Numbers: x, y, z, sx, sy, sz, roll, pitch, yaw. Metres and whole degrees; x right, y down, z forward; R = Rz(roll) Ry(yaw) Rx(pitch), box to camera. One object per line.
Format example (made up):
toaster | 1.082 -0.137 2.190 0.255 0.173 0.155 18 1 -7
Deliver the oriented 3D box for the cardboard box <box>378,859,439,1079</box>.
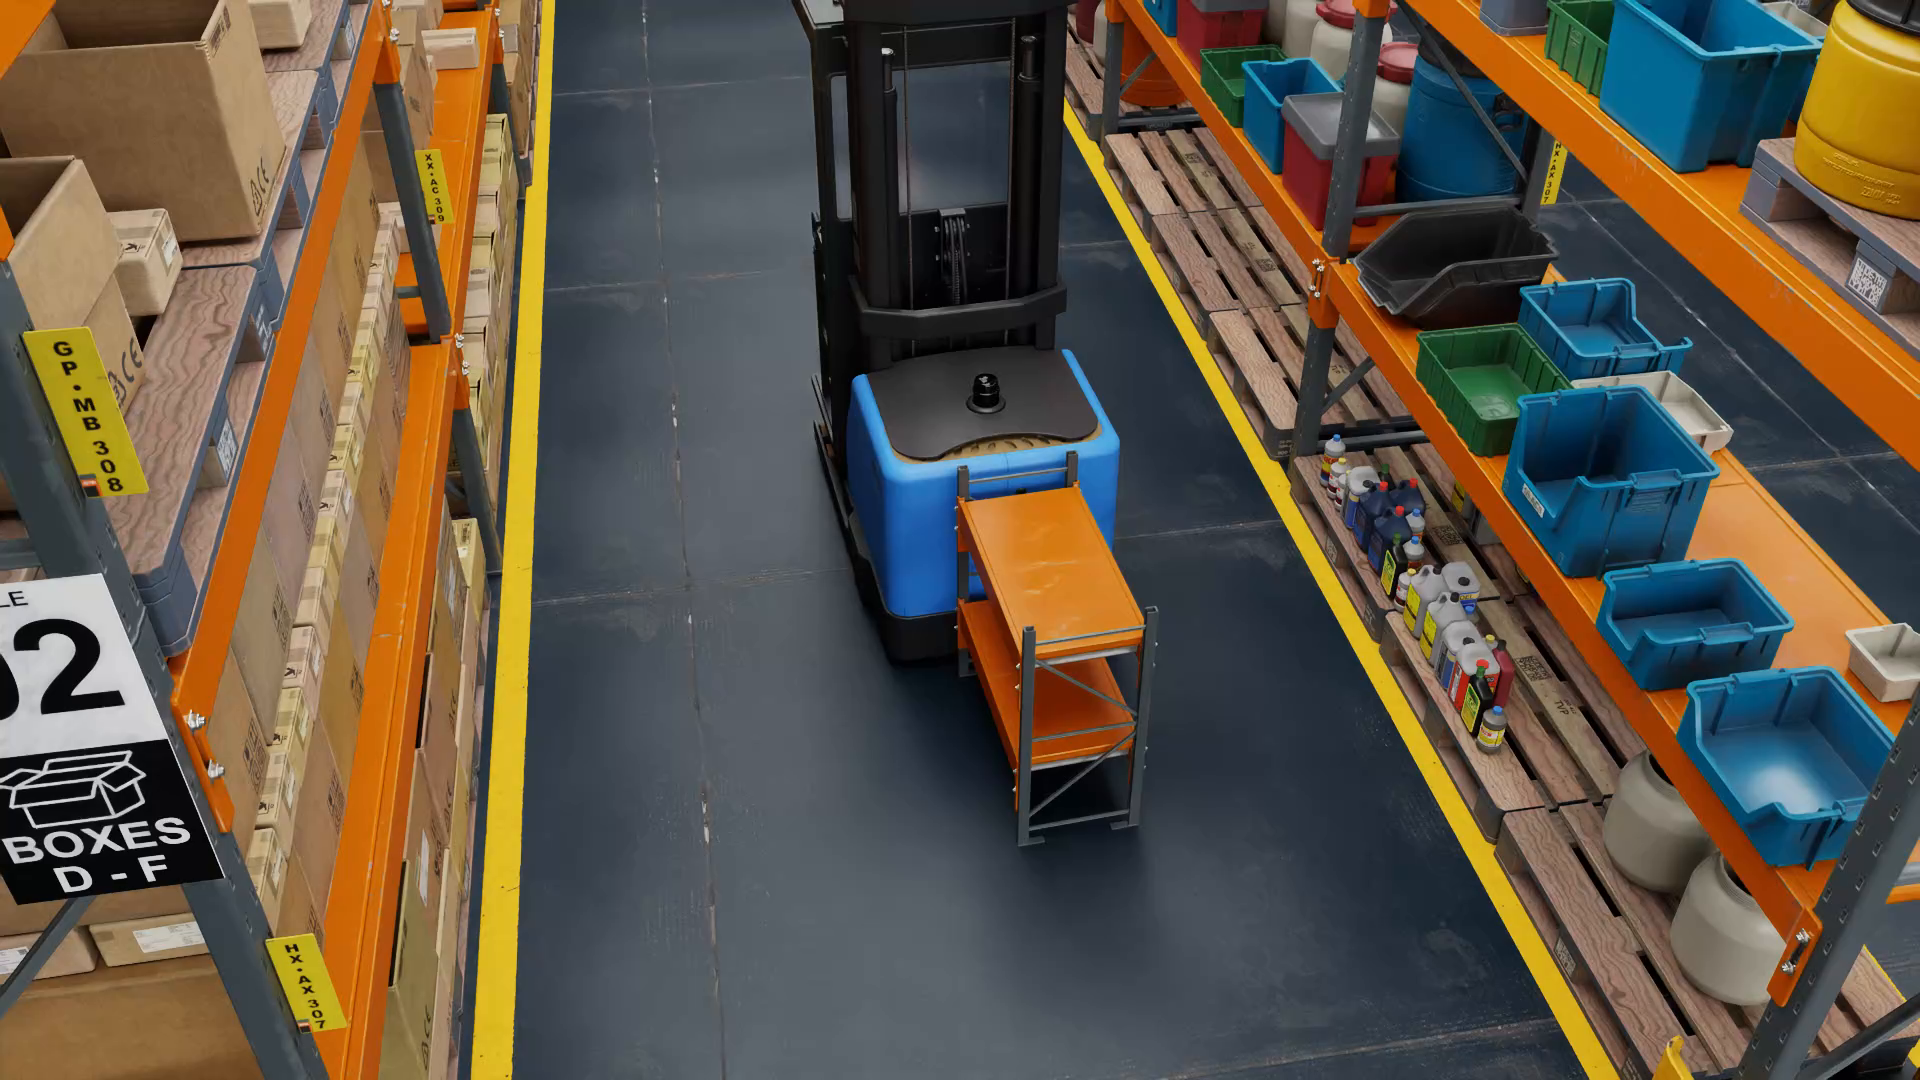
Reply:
cardboard box | -1.953 1.385 5.210 0.500 0.500 0.500 -6 38 -8

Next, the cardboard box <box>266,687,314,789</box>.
cardboard box | -1.936 0.545 4.393 0.380 0.149 0.250 -6 38 -8

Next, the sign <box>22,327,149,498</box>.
sign | -1.441 -0.206 2.748 0.100 0.325 0.005 -6 38 -8

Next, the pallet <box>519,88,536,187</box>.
pallet | -3.484 -2.775 11.550 1.003 0.211 1.213 -6 38 -8

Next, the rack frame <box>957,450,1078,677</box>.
rack frame | 0.235 0.120 7.079 0.500 1.125 0.032 -8 39 -10

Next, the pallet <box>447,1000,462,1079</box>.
pallet | -2.164 2.055 5.333 1.003 0.211 1.213 -6 38 -8

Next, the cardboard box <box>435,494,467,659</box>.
cardboard box | -2.317 0.179 6.763 0.500 0.500 0.500 -6 38 -8

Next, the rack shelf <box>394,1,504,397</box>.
rack shelf | -3.040 -1.929 8.774 1.077 0.370 4.000 -6 38 -8

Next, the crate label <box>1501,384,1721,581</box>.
crate label | 2.300 -0.216 5.954 0.502 0.435 0.616 -6 38 -8

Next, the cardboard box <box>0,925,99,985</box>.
cardboard box | -2.243 0.905 3.930 0.380 0.149 0.250 -7 38 -9

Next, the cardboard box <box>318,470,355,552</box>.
cardboard box | -2.114 -0.073 5.189 0.380 0.149 0.250 -6 38 -8

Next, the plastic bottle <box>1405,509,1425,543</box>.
plastic bottle | 2.065 -0.025 7.603 0.097 0.271 0.097 0 38 0

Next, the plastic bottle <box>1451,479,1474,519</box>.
plastic bottle | 2.442 -0.290 7.878 0.144 0.351 0.185 -6 38 -8

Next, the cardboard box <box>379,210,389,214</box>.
cardboard box | -2.819 -1.238 7.421 0.500 0.250 0.500 -4 38 -5

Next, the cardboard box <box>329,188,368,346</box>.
cardboard box | -2.516 -0.984 5.833 0.700 0.500 0.500 -6 38 -8

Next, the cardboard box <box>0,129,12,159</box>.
cardboard box | -2.547 -0.963 4.115 0.500 0.311 0.500 -2 38 -3

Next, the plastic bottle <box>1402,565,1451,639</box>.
plastic bottle | 2.028 0.240 7.197 0.144 0.351 0.185 -7 38 -8

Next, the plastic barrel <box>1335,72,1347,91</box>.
plastic barrel | 2.107 -2.297 8.774 0.301 0.262 0.301 0 38 0

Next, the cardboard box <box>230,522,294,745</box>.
cardboard box | -2.164 0.227 4.274 0.700 0.500 0.500 -7 38 -9

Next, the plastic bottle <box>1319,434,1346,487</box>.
plastic bottle | 1.812 -0.392 8.075 0.097 0.271 0.097 0 38 0

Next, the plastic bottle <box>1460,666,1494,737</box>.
plastic bottle | 2.097 0.649 6.726 0.061 0.283 0.133 -5 38 -7

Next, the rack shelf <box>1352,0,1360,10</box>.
rack shelf | 1.837 -3.644 8.537 1.077 0.370 4.000 -6 38 -8

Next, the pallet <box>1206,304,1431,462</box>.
pallet | 2.012 -0.905 9.142 1.003 0.211 1.213 -6 38 -8

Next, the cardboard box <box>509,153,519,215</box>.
cardboard box | -3.058 -2.210 10.448 0.500 0.250 0.500 -5 38 -7

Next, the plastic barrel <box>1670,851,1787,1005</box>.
plastic barrel | 2.698 1.308 5.707 0.421 0.512 0.421 0 38 0

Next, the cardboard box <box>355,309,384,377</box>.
cardboard box | -2.294 -0.694 5.987 0.380 0.149 0.250 -6 38 -8

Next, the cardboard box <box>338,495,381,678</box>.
cardboard box | -2.332 0.153 5.426 0.700 0.500 0.500 -5 38 -7

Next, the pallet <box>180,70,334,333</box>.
pallet | -2.304 -0.907 4.499 1.003 0.211 1.213 -6 38 -8

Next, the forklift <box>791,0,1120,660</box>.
forklift | -0.143 -1.534 7.735 1.130 2.935 3.031 -8 39 -10

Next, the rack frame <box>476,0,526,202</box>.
rack frame | -3.391 -3.421 10.108 1.000 3.000 0.127 -6 38 -8

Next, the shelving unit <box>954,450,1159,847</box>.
shelving unit | 0.352 0.424 6.688 0.538 1.125 1.048 -8 39 -10

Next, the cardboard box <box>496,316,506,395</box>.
cardboard box | -2.698 -0.977 8.861 0.500 0.250 0.500 -7 38 -9

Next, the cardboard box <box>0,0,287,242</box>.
cardboard box | -2.010 -1.067 4.095 0.500 0.500 0.500 -6 38 -8

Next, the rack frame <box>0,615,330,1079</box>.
rack frame | -1.988 1.411 3.889 1.000 3.000 0.127 -6 38 -8

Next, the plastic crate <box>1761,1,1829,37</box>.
plastic crate | 2.867 -1.690 5.650 0.243 0.136 0.396 -6 38 -8

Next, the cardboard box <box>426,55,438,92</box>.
cardboard box | -3.112 -2.558 9.202 0.380 0.149 0.250 -4 38 -5

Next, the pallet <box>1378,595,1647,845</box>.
pallet | 2.482 0.714 7.059 1.003 0.211 1.213 -6 38 -8

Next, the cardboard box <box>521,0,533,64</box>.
cardboard box | -3.466 -3.847 12.336 0.500 0.500 0.500 -7 38 -9

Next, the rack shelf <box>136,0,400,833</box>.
rack shelf | -2.339 -0.698 4.744 1.077 0.370 4.000 -6 38 -8

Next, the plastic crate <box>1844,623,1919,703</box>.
plastic crate | 3.049 0.409 5.393 0.298 0.136 0.250 -6 38 -8

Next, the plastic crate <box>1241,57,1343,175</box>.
plastic crate | 1.688 -2.162 8.501 0.392 0.384 0.575 -6 38 -8

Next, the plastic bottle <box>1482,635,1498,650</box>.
plastic bottle | 2.213 0.486 7.002 0.097 0.201 0.097 0 38 0

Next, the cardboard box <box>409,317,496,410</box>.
cardboard box | -2.599 -0.886 8.287 0.500 0.311 0.500 -7 38 -8

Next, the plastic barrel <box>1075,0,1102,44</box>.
plastic barrel | 1.186 -4.141 12.658 0.600 0.588 0.708 -6 38 -8

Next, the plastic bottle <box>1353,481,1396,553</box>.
plastic bottle | 1.921 -0.131 7.674 0.144 0.351 0.185 -5 38 -7

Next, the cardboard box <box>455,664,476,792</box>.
cardboard box | -2.213 0.775 6.606 0.500 0.250 0.500 -6 38 -8

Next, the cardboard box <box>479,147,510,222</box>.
cardboard box | -2.959 -2.119 9.875 0.500 0.311 0.500 -7 38 -9
